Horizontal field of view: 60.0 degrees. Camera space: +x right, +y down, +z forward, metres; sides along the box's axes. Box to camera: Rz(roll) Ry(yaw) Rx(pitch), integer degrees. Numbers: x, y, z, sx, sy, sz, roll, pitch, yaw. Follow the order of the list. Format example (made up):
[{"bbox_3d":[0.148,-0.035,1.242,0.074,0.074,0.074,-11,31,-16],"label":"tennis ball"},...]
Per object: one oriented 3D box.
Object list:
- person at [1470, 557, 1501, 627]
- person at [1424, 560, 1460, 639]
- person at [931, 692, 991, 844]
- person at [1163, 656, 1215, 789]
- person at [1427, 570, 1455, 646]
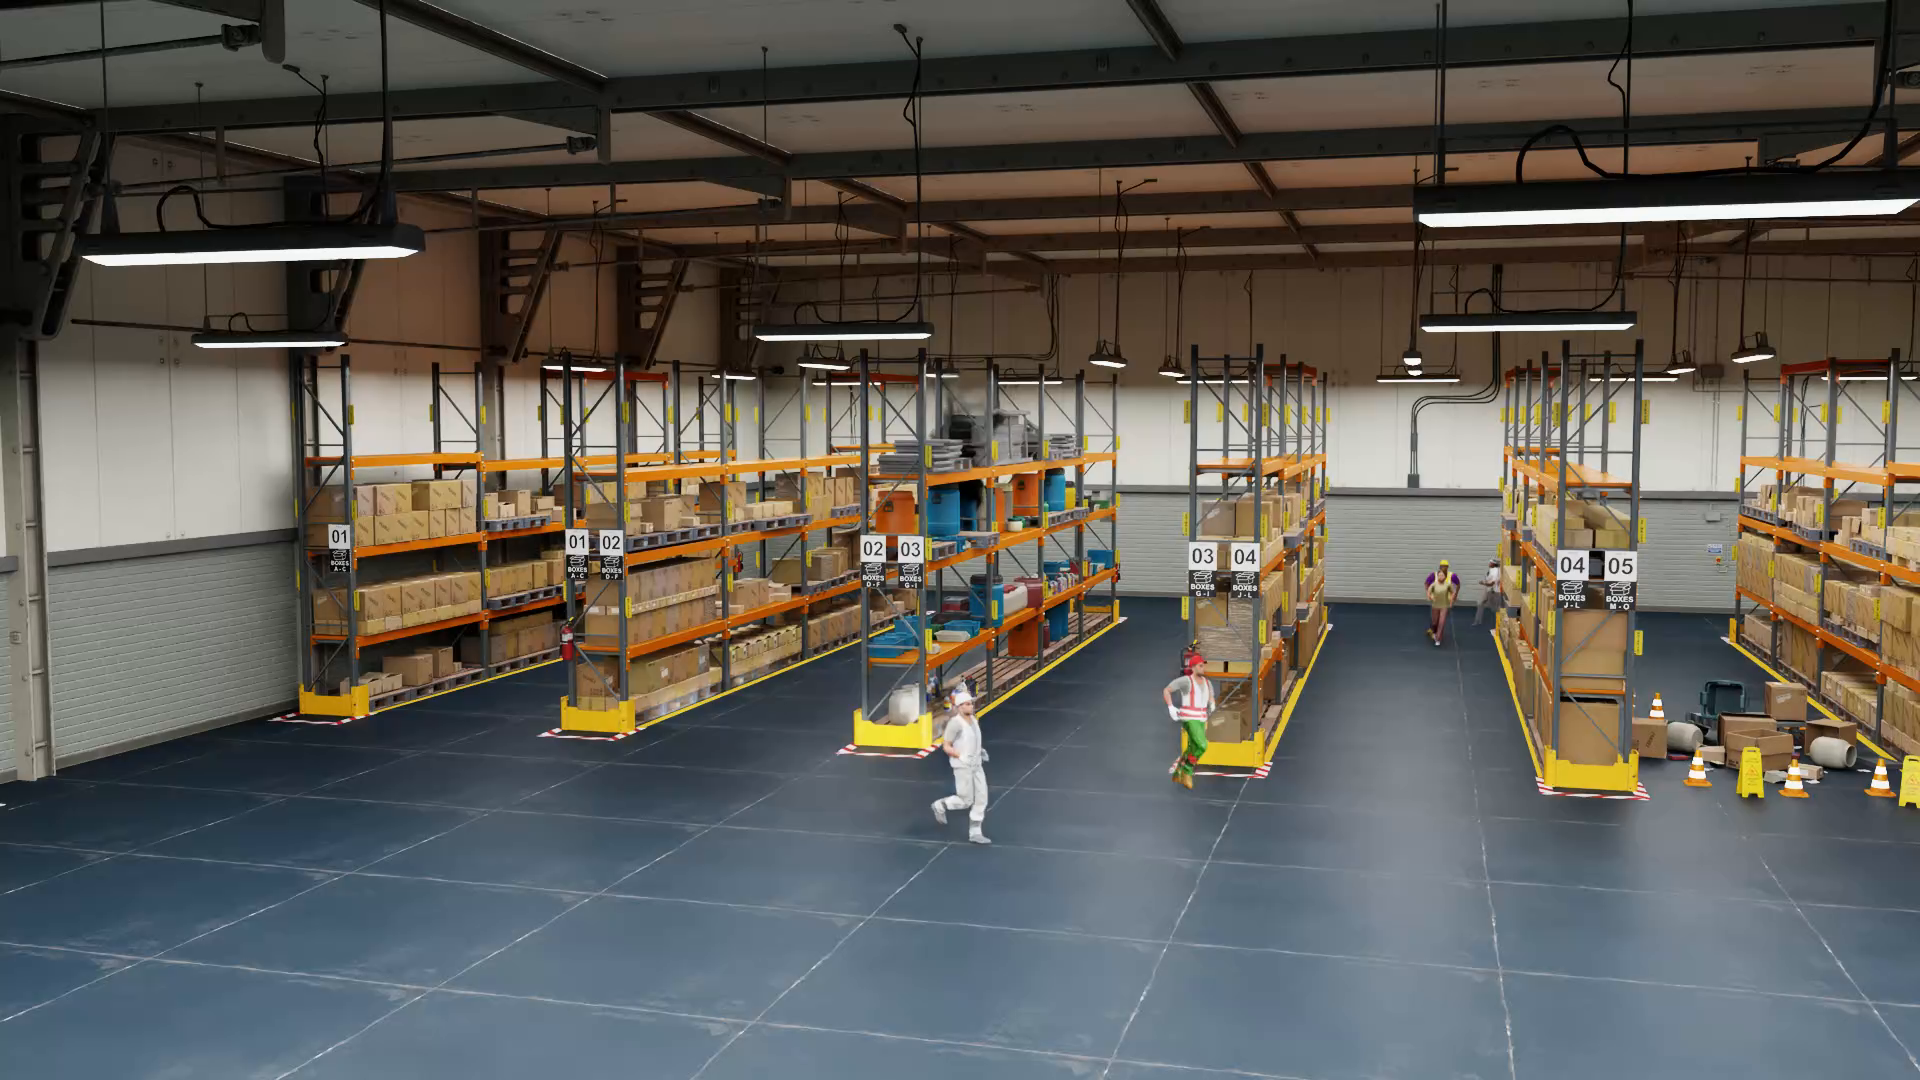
[{"bbox_3d":[12.459,1.231,39.045,0.846,1.692,0.584,1,4,8],"label":"person"},{"bbox_3d":[10.840,1.334,37.464,0.759,1.791,0.683,2,5,26],"label":"person"},{"bbox_3d":[0.052,2.660,19.556,0.818,1.758,0.653,3,5,37],"label":"person"},{"bbox_3d":[3.167,2.442,22.411,0.683,1.760,0.632,-4,6,-43],"label":"person"},{"bbox_3d":[10.456,1.474,36.183,0.590,1.625,0.733,1,4,16],"label":"person"}]
